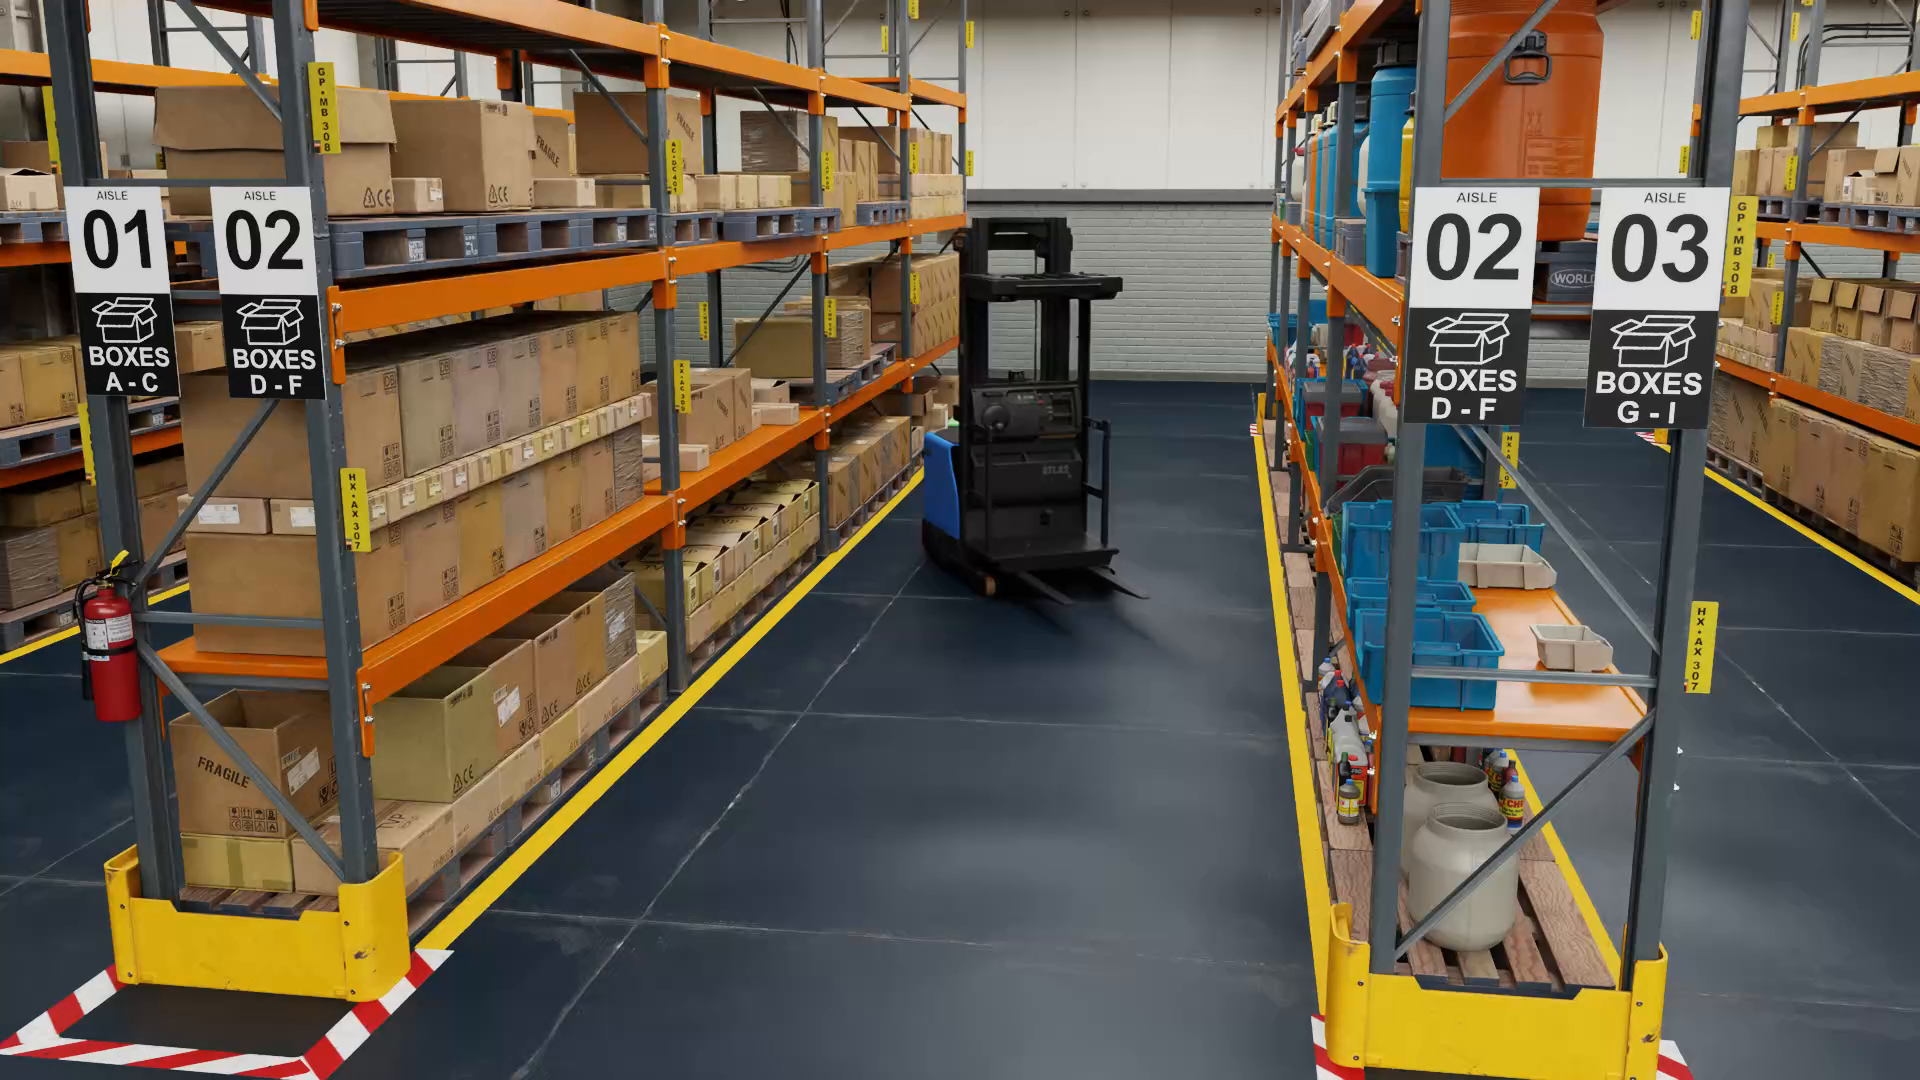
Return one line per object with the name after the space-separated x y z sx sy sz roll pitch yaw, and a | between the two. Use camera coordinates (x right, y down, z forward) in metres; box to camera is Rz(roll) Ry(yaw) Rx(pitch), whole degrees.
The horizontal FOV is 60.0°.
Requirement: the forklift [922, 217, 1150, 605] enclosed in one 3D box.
0.609 -1.072 13.269 1.130 2.935 3.031 -4 13 -18 | forklift

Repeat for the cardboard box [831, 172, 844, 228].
-1.540 -3.052 14.934 0.910 0.500 0.500 2 12 9 | cardboard box

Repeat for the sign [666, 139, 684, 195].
-1.719 -2.246 10.017 0.100 0.325 0.005 2 12 9 | sign

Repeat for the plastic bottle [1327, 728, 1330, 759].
1.997 1.060 8.808 0.097 0.201 0.097 0 12 0 | plastic bottle

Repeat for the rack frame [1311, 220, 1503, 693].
2.626 -0.345 9.729 1.000 3.000 0.127 2 12 9 | rack frame

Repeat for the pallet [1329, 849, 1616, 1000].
2.107 1.665 7.023 1.003 0.211 1.213 2 12 9 | pallet

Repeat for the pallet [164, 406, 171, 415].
-6.552 -1.253 14.398 1.213 0.211 1.003 2 12 9 | pallet

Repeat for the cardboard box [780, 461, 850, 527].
-1.300 -0.417 14.955 0.500 0.500 0.500 2 12 11 | cardboard box

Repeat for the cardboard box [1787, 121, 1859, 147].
8.902 -4.181 17.159 0.500 0.250 0.500 1 12 5 | cardboard box

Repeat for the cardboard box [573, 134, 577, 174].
-5.160 -5.016 21.628 0.500 0.500 0.500 2 12 8 | cardboard box

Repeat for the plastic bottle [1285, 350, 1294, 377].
3.308 -1.764 16.619 0.097 0.271 0.097 0 12 0 | plastic bottle

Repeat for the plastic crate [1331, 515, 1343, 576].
2.139 0.032 8.483 0.450 0.188 0.662 2 12 9 | plastic crate

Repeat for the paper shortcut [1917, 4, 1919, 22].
7.820 -4.309 13.556 0.009 0.170 0.078 12 -17 6 | paper shortcut

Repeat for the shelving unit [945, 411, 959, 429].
0.025 -0.621 15.283 0.258 1.200 0.503 2 12 9 | shelving unit

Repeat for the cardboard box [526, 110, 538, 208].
-2.645 -1.958 8.520 0.797 0.503 0.637 3 13 15 | cardboard box

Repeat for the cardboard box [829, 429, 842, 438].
-1.508 -0.856 16.993 0.500 0.500 0.500 2 12 9 | cardboard box

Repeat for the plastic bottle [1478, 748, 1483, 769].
2.713 1.118 8.540 0.097 0.201 0.097 0 12 0 | plastic bottle

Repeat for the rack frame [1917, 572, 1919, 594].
8.136 -1.017 12.848 1.000 3.000 0.127 2 12 9 | rack frame

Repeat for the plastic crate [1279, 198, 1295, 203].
3.681 -3.594 18.085 0.416 0.233 0.300 2 12 9 | plastic crate

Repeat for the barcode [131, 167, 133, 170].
-7.186 -3.195 14.411 0.001 0.075 0.075 2 12 9 | barcode

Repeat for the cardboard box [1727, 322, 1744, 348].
8.715 -2.236 18.155 0.500 0.250 0.500 2 12 10 | cardboard box

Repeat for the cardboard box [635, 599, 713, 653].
-1.961 0.557 11.075 0.500 0.250 0.500 2 12 7 | cardboard box

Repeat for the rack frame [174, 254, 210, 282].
-6.548 -1.498 15.082 1.000 3.000 0.127 2 12 9 | rack frame

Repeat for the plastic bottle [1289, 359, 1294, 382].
3.171 -1.578 15.760 0.097 0.271 0.097 0 12 0 | plastic bottle

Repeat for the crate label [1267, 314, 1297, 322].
4.109 -2.749 21.142 0.416 0.233 0.303 2 12 9 | crate label

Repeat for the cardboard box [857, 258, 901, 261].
-0.983 -3.139 20.084 0.500 0.500 0.500 2 12 8 | cardboard box

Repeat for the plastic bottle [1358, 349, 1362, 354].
4.059 -1.781 16.687 0.152 0.276 0.135 2 12 9 | plastic bottle

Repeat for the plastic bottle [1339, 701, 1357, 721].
2.078 1.000 8.923 0.097 0.271 0.097 0 12 0 | plastic bottle

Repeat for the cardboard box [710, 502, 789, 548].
-1.643 -0.143 12.994 0.500 0.311 0.500 2 12 8 | cardboard box

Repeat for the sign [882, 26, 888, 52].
-0.958 -6.449 21.411 0.100 0.325 0.005 2 12 9 | sign

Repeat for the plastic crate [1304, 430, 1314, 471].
2.615 -0.613 11.476 0.450 0.188 0.662 2 12 9 | plastic crate

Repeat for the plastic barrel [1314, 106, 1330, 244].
2.691 -2.441 11.147 0.600 0.901 0.708 2 12 9 | plastic barrel

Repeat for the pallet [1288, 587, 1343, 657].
2.894 0.599 11.969 1.003 0.211 1.213 2 12 9 | pallet

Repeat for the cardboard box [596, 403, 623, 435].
-2.175 -0.702 9.612 0.380 0.149 0.250 2 12 7 | cardboard box

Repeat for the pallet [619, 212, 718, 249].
-2.145 -2.063 11.035 0.805 0.209 1.217 1 12 6 | pallet

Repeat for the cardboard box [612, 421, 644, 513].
-2.329 -0.462 10.037 0.700 0.500 0.500 2 12 7 | cardboard box

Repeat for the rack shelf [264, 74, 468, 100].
-6.240 -4.300 16.500 1.077 0.370 4.000 2 12 9 | rack shelf

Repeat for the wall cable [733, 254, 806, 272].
-4.094 -5.744 27.914 3.097 2.526 0.112 2 12 9 | wall cable

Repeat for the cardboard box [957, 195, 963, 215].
-0.240 -4.281 21.232 0.500 0.250 0.500 2 12 9 | cardboard box

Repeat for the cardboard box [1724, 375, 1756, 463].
9.070 -1.338 18.386 0.875 0.875 0.875 2 12 9 | cardboard box

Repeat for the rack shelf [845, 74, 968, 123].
-0.729 -5.167 19.581 1.077 0.370 4.000 2 12 9 | rack shelf

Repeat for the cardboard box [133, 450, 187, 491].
-6.756 -0.590 13.976 0.500 0.250 0.500 2 12 10 | cardboard box

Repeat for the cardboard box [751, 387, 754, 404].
-1.981 -1.115 13.516 0.500 0.311 0.500 2 12 8 | cardboard box

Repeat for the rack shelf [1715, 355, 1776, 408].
9.058 -1.914 18.719 1.077 0.370 4.000 2 12 9 | rack shelf

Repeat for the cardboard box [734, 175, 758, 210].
-1.828 -2.612 12.490 0.500 0.250 0.500 2 12 8 | cardboard box

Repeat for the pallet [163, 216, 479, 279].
-2.748 -1.243 6.986 1.003 0.211 1.213 2 12 9 | pallet

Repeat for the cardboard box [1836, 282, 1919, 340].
8.544 -2.113 15.316 0.797 0.503 0.637 2 12 9 | cardboard box

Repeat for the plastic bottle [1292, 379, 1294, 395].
3.058 -1.391 15.058 0.097 0.201 0.097 0 12 0 | plastic bottle

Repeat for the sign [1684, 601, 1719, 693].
2.554 0.371 5.749 0.100 0.325 0.005 2 12 9 | sign

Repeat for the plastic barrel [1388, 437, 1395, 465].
2.982 -0.548 10.999 0.301 0.262 0.301 0 12 0 | plastic barrel

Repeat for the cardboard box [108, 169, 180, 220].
-6.838 -2.758 13.515 0.797 0.503 0.637 4 13 17 | cardboard box

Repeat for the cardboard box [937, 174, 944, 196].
-0.477 -4.214 19.732 0.500 0.250 0.500 2 12 9 | cardboard box

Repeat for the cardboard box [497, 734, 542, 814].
-2.430 1.153 8.310 0.500 0.250 0.500 2 12 9 | cardboard box

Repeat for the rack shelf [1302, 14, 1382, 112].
2.934 -3.146 11.147 1.077 0.370 4.000 2 12 9 | rack shelf

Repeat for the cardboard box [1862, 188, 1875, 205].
8.374 -3.093 14.962 0.380 0.149 0.250 1 12 6 | cardboard box

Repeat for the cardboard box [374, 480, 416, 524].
-2.572 -0.169 7.137 0.380 0.149 0.250 2 12 7 | cardboard box

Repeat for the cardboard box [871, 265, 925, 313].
-0.687 -2.798 18.502 0.500 0.500 0.500 2 12 10 | cardboard box
